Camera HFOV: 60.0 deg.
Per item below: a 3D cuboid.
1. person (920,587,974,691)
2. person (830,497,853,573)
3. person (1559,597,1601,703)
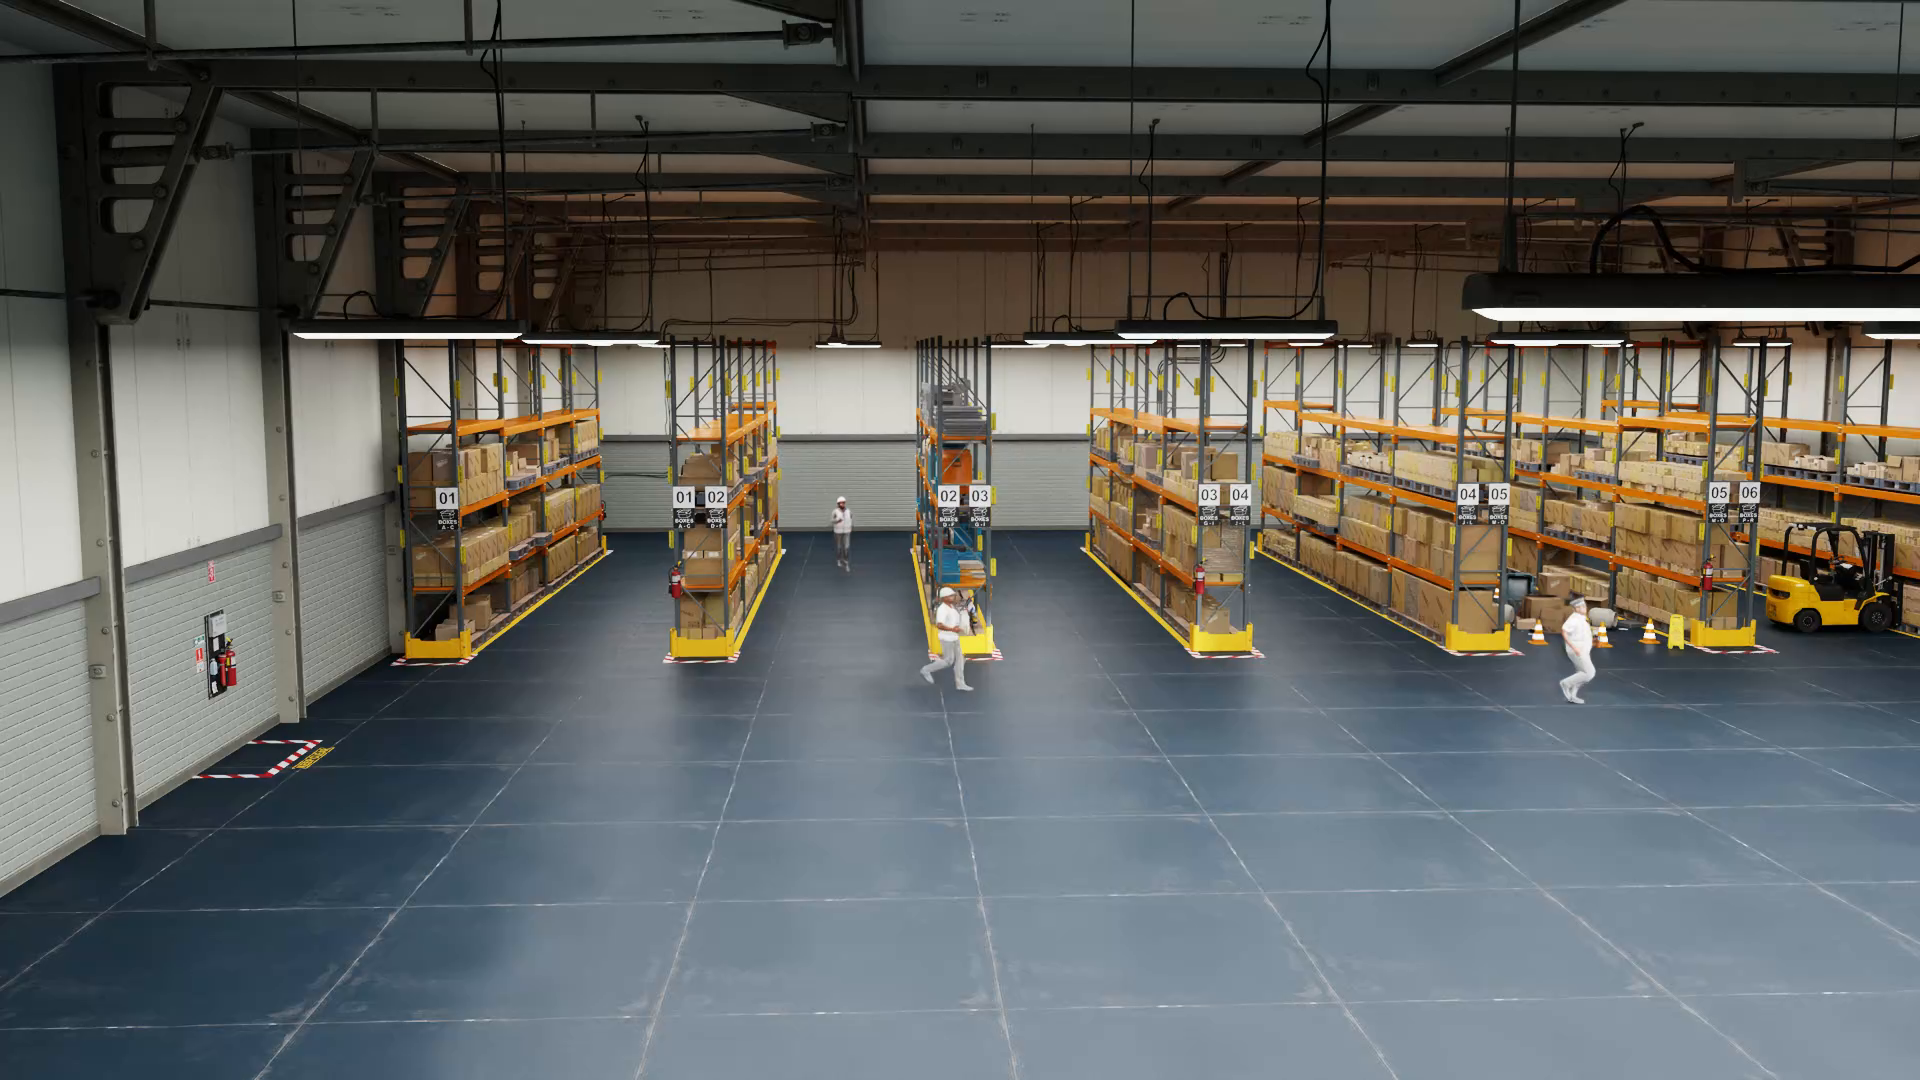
[{"bbox_3d":[-0.204,1.667,28.024,0.923,1.752,0.699,2,7,17],"label":"person"},{"bbox_3d":[-2.938,-0.144,41.526,0.639,1.873,0.650,-2,7,-14],"label":"person"},{"bbox_3d":[10.104,1.794,27.047,0.590,1.743,0.657,4,7,30],"label":"person"}]
